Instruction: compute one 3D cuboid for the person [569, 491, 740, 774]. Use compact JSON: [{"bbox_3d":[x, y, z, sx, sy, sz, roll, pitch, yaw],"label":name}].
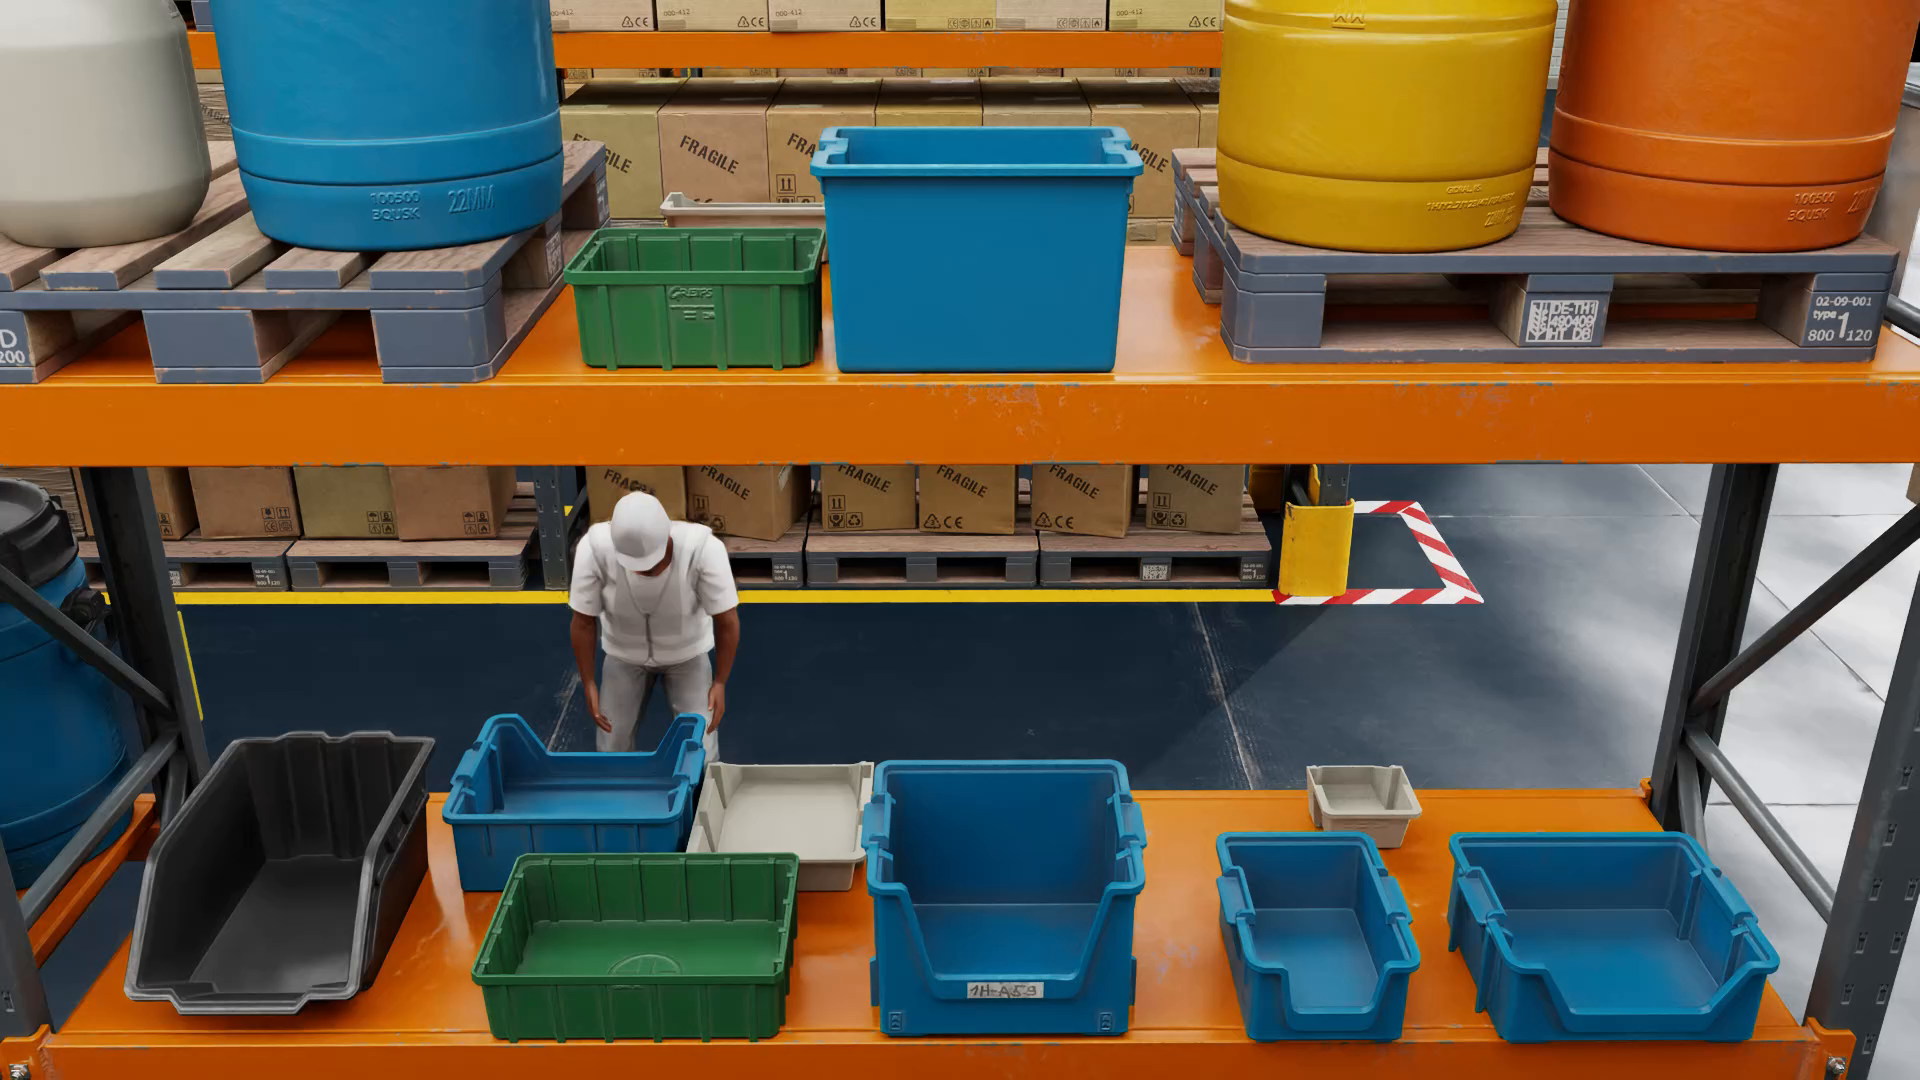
[{"bbox_3d":[-1.121,0.478,6.244,0.622,1.568,0.644,0,24,0],"label":"person"}]
